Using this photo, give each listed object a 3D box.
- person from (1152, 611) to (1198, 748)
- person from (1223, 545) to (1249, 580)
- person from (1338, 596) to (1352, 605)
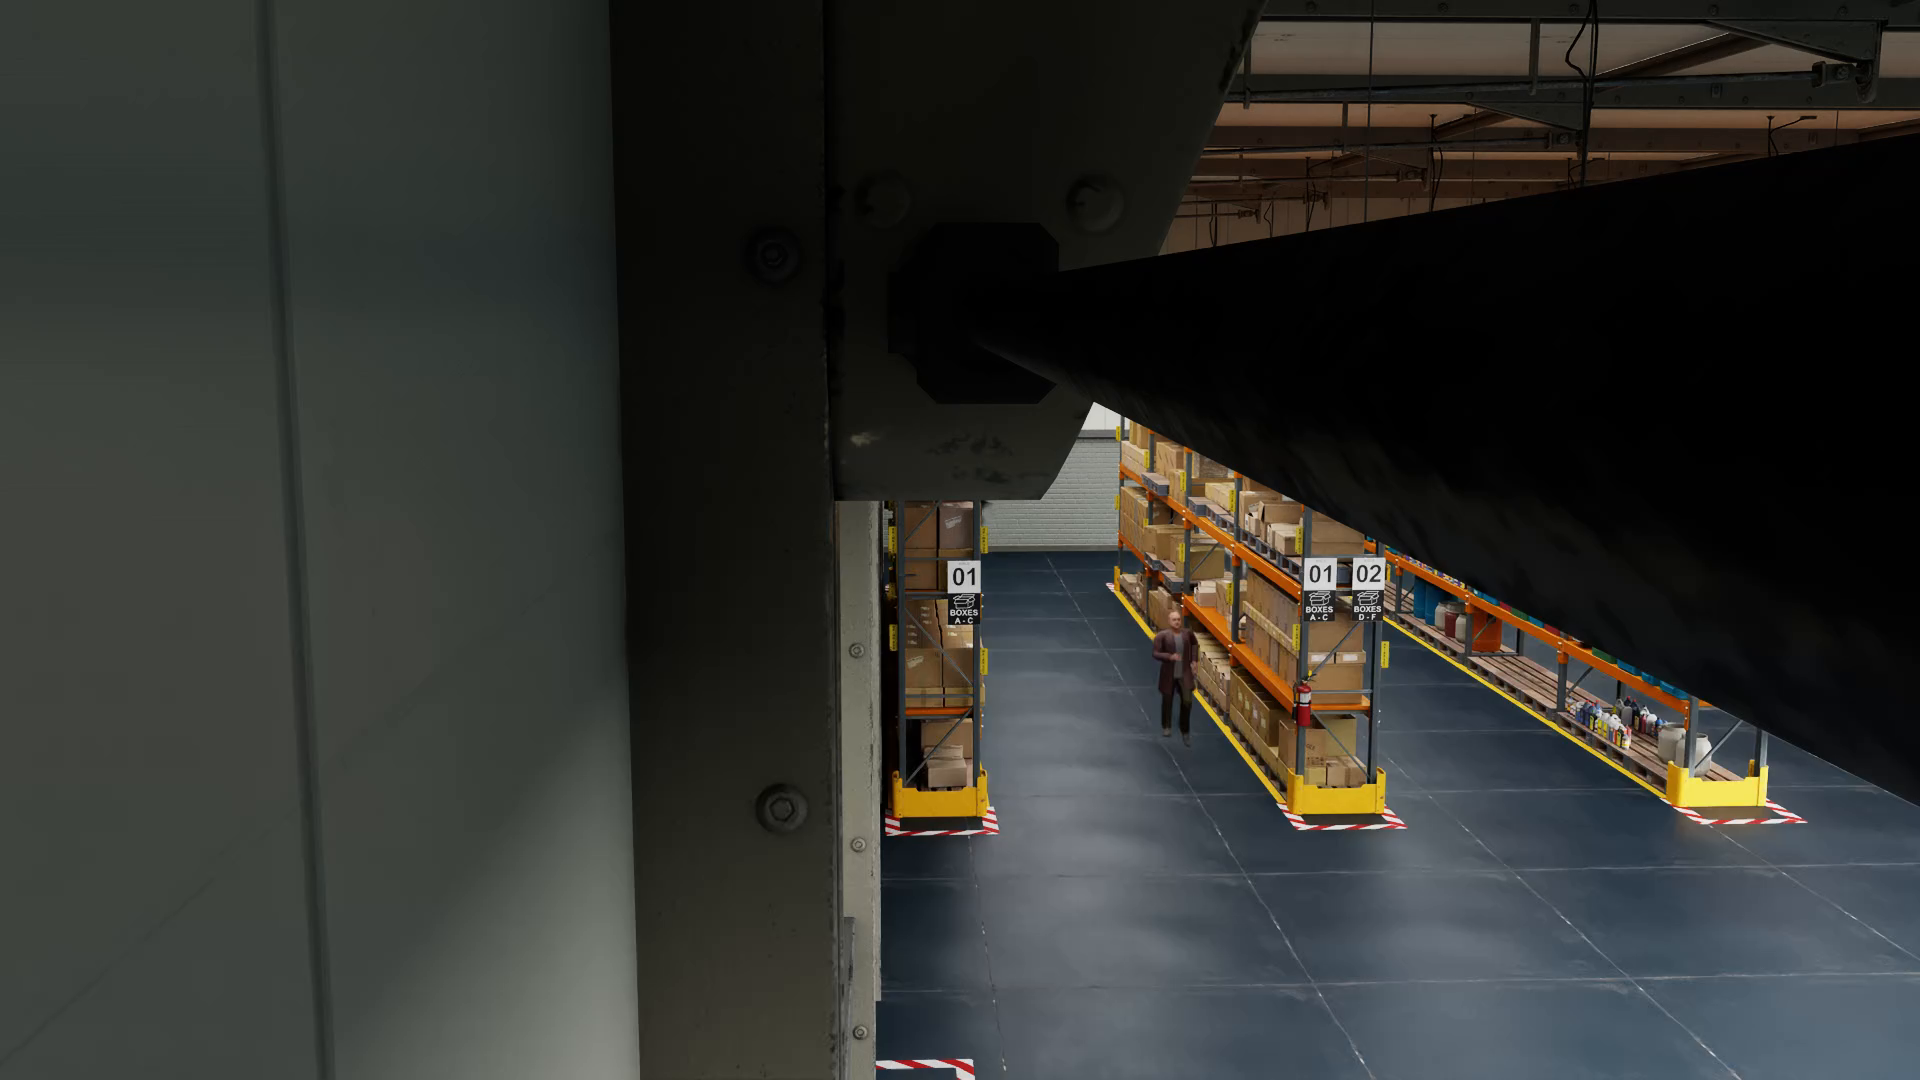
[{"bbox_3d":[2.976,1.916,22.865,0.698,1.881,0.766,-1,8,-5],"label":"person"},{"bbox_3d":[5.894,0.395,35.197,0.678,1.838,0.780,-1,8,-6],"label":"person"},{"bbox_3d":[6.509,1.477,27.956,0.576,1.721,0.831,-2,8,-13],"label":"person"}]
